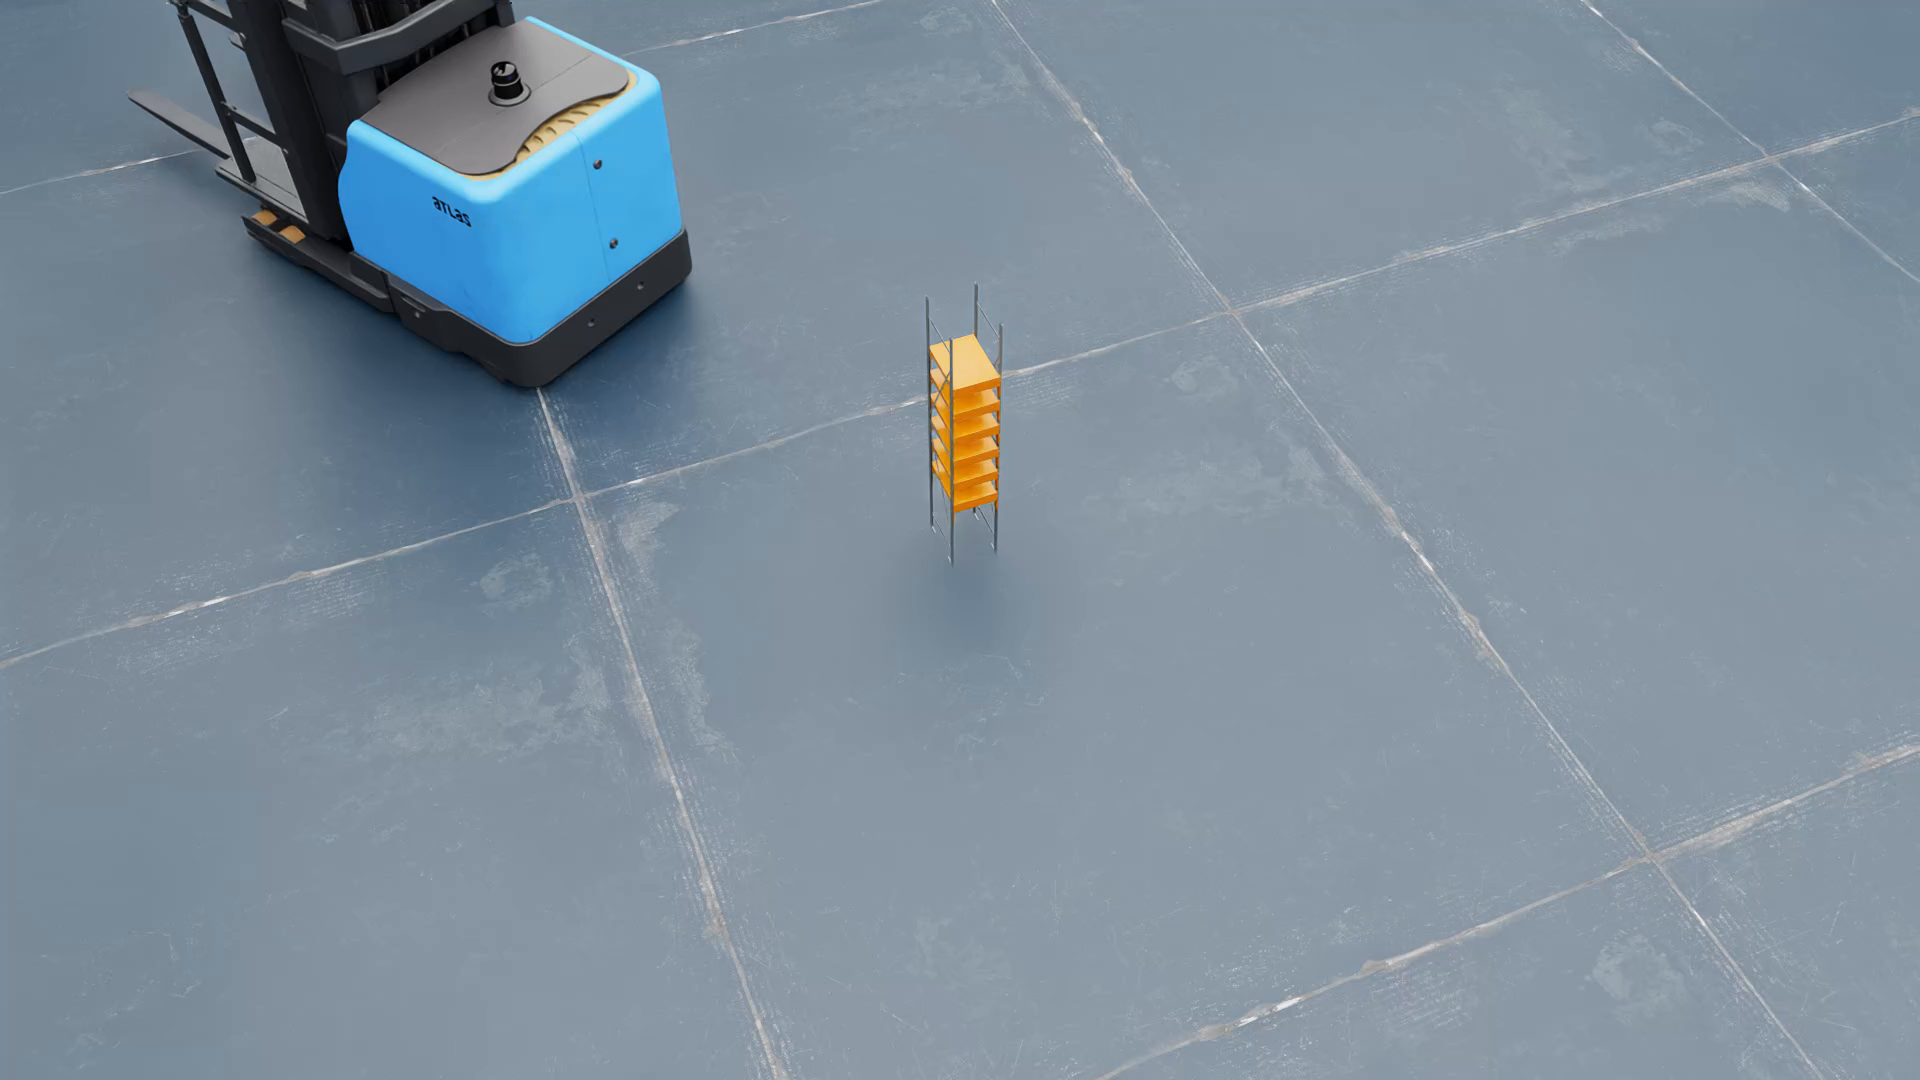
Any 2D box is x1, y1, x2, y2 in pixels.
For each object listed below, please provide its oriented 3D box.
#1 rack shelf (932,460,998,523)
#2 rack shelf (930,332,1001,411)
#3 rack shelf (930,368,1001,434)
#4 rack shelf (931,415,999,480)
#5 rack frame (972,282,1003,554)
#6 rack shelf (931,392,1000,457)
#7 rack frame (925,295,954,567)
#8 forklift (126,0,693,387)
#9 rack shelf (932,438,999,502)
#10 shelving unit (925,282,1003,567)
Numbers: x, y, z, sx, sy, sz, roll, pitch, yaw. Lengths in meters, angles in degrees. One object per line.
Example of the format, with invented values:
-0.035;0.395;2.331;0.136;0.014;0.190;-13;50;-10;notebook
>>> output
0.013;-0.210;6.355;0.180;0.103;0.258;-17;52;-14;rack shelf
0.013;-0.601;5.900;0.180;0.103;0.258;-17;52;-14;rack shelf
0.013;-0.522;5.991;0.180;0.103;0.258;-17;52;-14;rack shelf
0.013;-0.366;6.173;0.180;0.103;0.258;-17;52;-14;rack shelf
0.098;-0.421;6.162;0.006;1.200;0.240;-17;52;-14;rack frame
0.013;-0.444;6.082;0.180;0.103;0.258;-17;52;-14;rack shelf
-0.071;-0.369;6.117;0.006;1.200;0.240;-17;52;-14;rack frame
-2.699;-2.530;6.831;3.031;2.935;1.130;30;56;23;forklift
0.013;-0.288;6.264;0.180;0.103;0.258;-17;52;-14;rack shelf
0.013;-0.395;6.139;0.189;1.200;0.258;-17;52;-14;shelving unit
